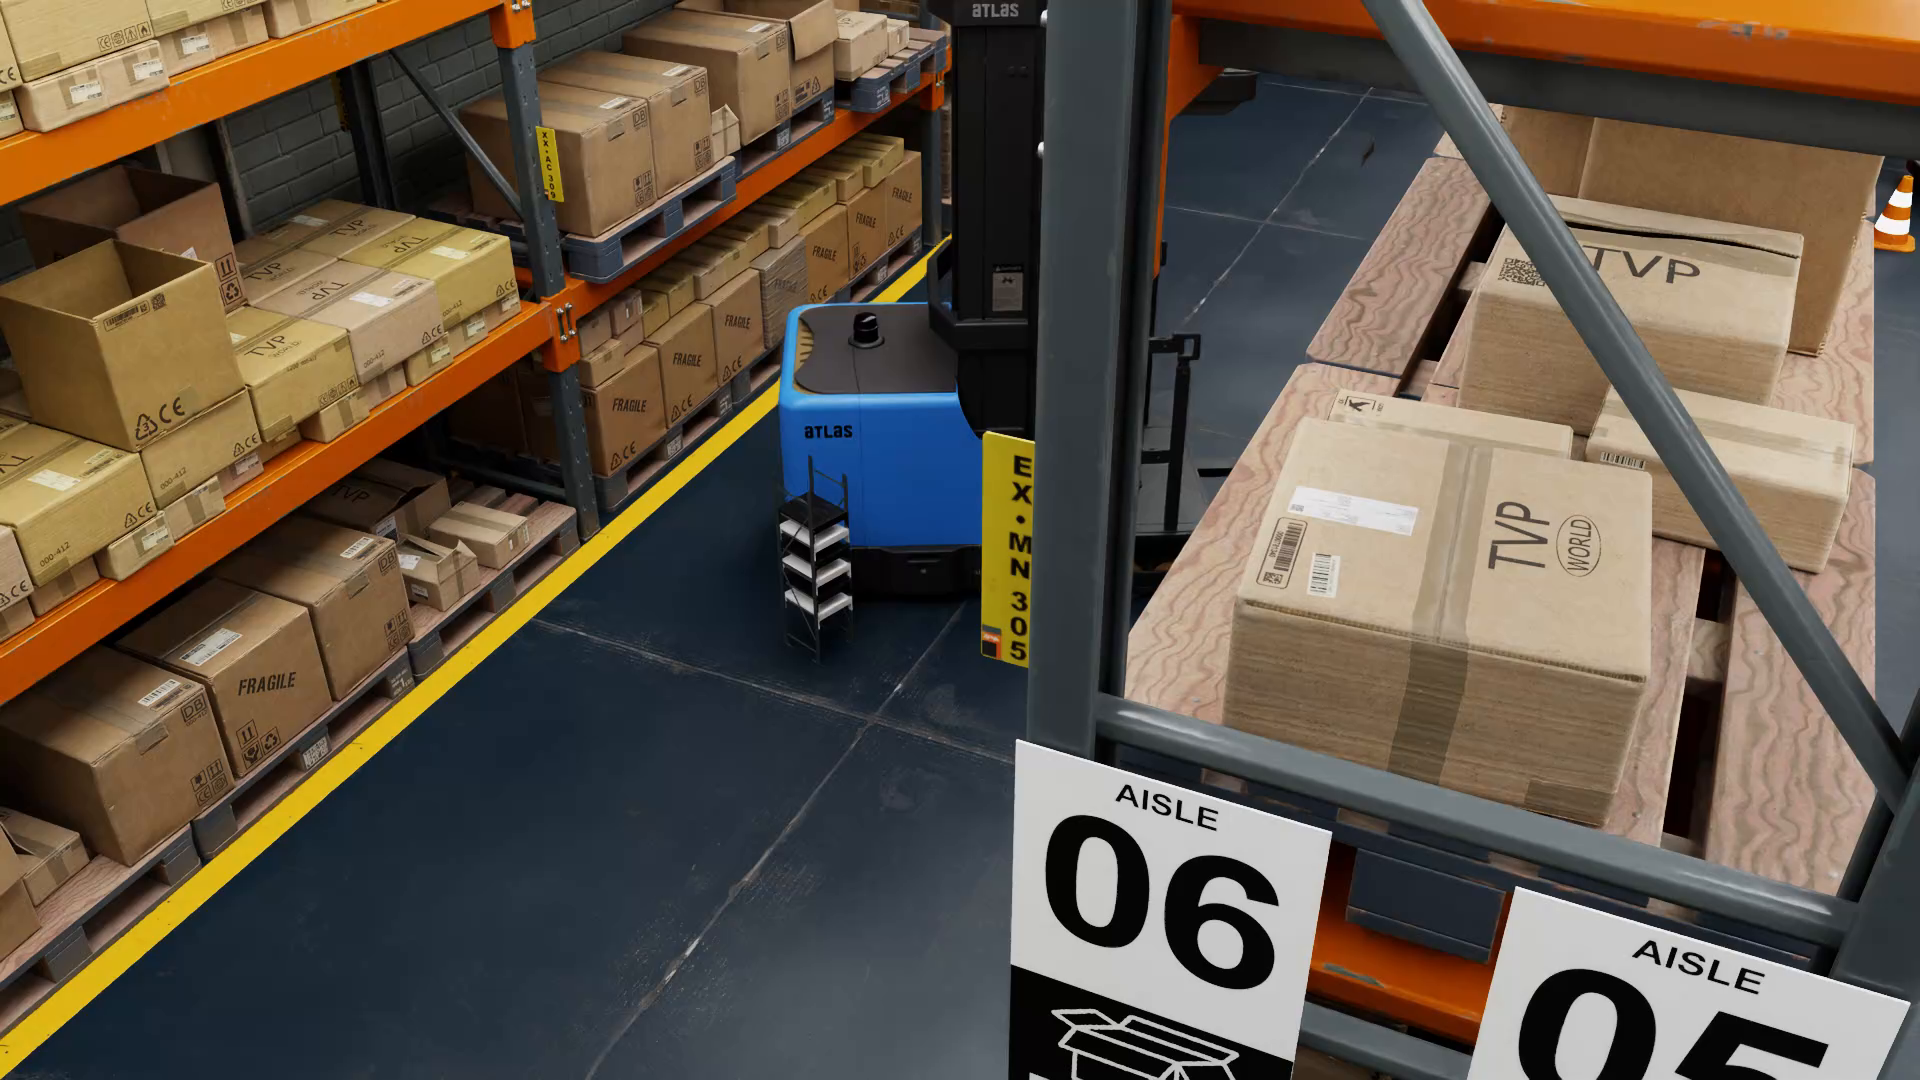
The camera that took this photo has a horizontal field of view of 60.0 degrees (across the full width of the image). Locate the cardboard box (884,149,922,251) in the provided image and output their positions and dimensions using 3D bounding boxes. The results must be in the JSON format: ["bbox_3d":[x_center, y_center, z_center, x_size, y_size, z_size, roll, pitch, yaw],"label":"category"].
[{"bbox_3d":[-0.584,-2.248,10.840,0.500,0.500,0.500,15,36,22],"label":"cardboard box"}]

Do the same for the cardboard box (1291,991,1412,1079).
[{"bbox_3d":[0.528,0.788,2.719,0.380,0.149,0.250,15,36,21],"label":"cardboard box"}]

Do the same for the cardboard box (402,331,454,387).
[{"bbox_3d":[-2.356,-0.794,6.955,0.380,0.149,0.250,15,36,22],"label":"cardboard box"}]

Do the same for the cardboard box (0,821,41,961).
[{"bbox_3d":[-3.608,1.192,5.590,0.797,0.503,0.637,13,35,19],"label":"cardboard box"}]

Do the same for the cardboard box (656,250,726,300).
[{"bbox_3d":[-1.501,-1.446,9.025,0.380,0.149,0.250,14,36,20],"label":"cardboard box"}]

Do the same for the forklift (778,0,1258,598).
[{"bbox_3d":[0.685,-1.241,7.470,3.031,2.935,1.130,-1,33,-2],"label":"forklift"}]

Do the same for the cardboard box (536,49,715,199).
[{"bbox_3d":[-1.654,-2.050,8.167,0.700,0.500,0.500,15,36,21],"label":"cardboard box"}]

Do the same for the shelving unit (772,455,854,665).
[{"bbox_3d":[-0.637,0.096,7.284,0.258,0.900,0.210,28,42,35],"label":"shelving unit"}]

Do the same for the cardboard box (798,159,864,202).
[{"bbox_3d":[-0.816,-2.211,10.192,0.380,0.149,0.250,13,35,19],"label":"cardboard box"}]

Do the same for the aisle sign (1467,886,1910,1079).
[{"bbox_3d":[0.793,0.759,1.986,0.394,0.787,0.004,14,36,20],"label":"aisle sign"}]

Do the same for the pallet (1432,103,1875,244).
[{"bbox_3d":[1.882,-1.061,4.478,1.003,0.211,1.213,14,36,20],"label":"pallet"}]

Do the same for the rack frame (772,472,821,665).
[{"bbox_3d":[-0.707,0.136,7.222,0.240,0.900,0.006,28,42,35],"label":"rack frame"}]

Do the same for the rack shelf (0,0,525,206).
[{"bbox_3d":[-3.113,-1.343,5.483,1.077,0.370,4.000,14,36,20],"label":"rack shelf"}]

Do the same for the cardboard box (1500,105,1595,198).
[{"bbox_3d":[1.699,-1.085,3.865,0.797,0.503,0.637,17,37,24],"label":"cardboard box"}]

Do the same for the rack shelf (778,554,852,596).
[{"bbox_3d":[-0.637,0.123,7.302,0.258,0.077,0.200,28,42,35],"label":"rack shelf"}]

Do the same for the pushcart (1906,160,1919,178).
[{"bbox_3d":[7.673,-2.638,11.929,1.648,0.377,0.936,3,33,4],"label":"pushcart"}]

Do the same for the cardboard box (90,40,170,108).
[{"bbox_3d":[-2.776,-1.514,5.318,0.380,0.149,0.250,15,36,21],"label":"cardboard box"}]

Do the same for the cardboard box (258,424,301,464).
[{"bbox_3d":[-2.781,-0.433,6.404,0.380,0.149,0.250,15,36,21],"label":"cardboard box"}]

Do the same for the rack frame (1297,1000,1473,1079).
[{"bbox_3d":[0.560,1.744,2.855,1.000,3.000,0.127,14,36,20],"label":"rack frame"}]

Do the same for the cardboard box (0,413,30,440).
[{"bbox_3d":[-3.570,-0.247,5.757,0.500,0.250,0.500,15,36,22],"label":"cardboard box"}]

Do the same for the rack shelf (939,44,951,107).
[{"bbox_3d":[0.234,-4.073,12.382,1.077,0.370,4.000,14,36,20],"label":"rack shelf"}]

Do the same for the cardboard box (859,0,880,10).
[{"bbox_3d":[-0.647,-3.597,11.138,0.500,0.250,0.500,13,36,19],"label":"cardboard box"}]

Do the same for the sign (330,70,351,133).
[{"bbox_3d":[-2.782,-1.995,7.501,0.100,0.325,0.005,14,36,20],"label":"sign"}]

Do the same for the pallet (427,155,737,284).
[{"bbox_3d":[-1.843,-1.678,8.249,1.003,0.211,1.213,14,36,20],"label":"pallet"}]

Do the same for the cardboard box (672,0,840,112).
[{"bbox_3d":[-1.118,-2.741,9.218,0.797,0.503,0.637,13,36,19],"label":"cardboard box"}]

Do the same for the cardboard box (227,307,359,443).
[{"bbox_3d":[-2.685,-0.639,6.355,0.500,0.250,0.500,14,36,20],"label":"cardboard box"}]

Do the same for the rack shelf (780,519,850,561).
[{"bbox_3d":[-0.637,-0.027,7.203,0.258,0.077,0.200,28,42,35],"label":"rack shelf"}]

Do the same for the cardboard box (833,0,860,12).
[{"bbox_3d":[-0.960,-3.375,10.187,0.500,0.500,0.500,16,36,23],"label":"cardboard box"}]

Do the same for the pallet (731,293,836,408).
[{"bbox_3d":[-1.461,-1.243,9.953,1.003,0.211,1.213,14,36,20],"label":"pallet"}]

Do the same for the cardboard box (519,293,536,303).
[{"bbox_3d":[-2.279,-1.169,8.602,0.380,0.149,0.250,14,36,21],"label":"cardboard box"}]

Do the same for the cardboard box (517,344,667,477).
[{"bbox_3d":[-1.869,-0.705,8.486,0.500,0.500,0.500,16,36,23],"label":"cardboard box"}]

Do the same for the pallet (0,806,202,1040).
[{"bbox_3d":[-3.585,1.338,6.018,1.003,0.211,1.213,14,36,20],"label":"pallet"}]

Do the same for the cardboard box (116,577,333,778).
[{"bbox_3d":[-2.903,0.536,6.593,0.500,0.500,0.500,15,36,21],"label":"cardboard box"}]

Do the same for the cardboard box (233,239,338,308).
[{"bbox_3d":[-2.932,-1.011,6.922,0.500,0.250,0.500,14,36,20],"label":"cardboard box"}]

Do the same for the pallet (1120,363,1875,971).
[{"bbox_3d":[0.861,0.154,2.624,1.003,0.211,1.213,14,36,20],"label":"pallet"}]

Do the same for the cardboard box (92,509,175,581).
[{"bbox_3d":[-2.979,-0.019,5.773,0.380,0.149,0.250,13,35,19],"label":"cardboard box"}]

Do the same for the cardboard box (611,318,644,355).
[{"bbox_3d":[-1.839,-1.060,8.437,0.380,0.149,0.250,13,35,19],"label":"cardboard box"}]

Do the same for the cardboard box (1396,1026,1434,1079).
[{"bbox_3d":[0.546,0.989,3.003,0.500,0.500,0.500,15,36,22],"label":"cardboard box"}]

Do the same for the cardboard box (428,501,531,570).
[{"bbox_3d":[-2.243,-0.024,7.768,0.380,0.149,0.250,13,35,19],"label":"cardboard box"}]

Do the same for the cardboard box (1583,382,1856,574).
[{"bbox_3d":[1.224,-0.112,2.705,0.380,0.149,0.250,16,36,22],"label":"cardboard box"}]

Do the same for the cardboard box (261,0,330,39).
[{"bbox_3d":[-2.491,-1.914,5.927,0.380,0.149,0.250,14,36,20],"label":"cardboard box"}]

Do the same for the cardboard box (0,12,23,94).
[{"bbox_3d":[-3.096,-1.378,4.745,0.500,0.250,0.500,13,35,19],"label":"cardboard box"}]

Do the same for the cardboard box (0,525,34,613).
[{"bbox_3d":[-3.304,0.130,5.182,0.500,0.250,0.500,15,36,21],"label":"cardboard box"}]

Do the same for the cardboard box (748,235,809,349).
[{"bbox_3d":[-1.220,-1.477,9.664,0.500,0.500,0.500,13,35,19],"label":"cardboard box"}]

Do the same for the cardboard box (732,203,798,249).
[{"bbox_3d":[-1.160,-1.821,9.597,0.380,0.149,0.250,12,35,18],"label":"cardboard box"}]

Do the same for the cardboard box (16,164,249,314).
[{"bbox_3d":[-3.141,-1.080,6.343,0.500,0.500,0.500,13,35,19],"label":"cardboard box"}]
